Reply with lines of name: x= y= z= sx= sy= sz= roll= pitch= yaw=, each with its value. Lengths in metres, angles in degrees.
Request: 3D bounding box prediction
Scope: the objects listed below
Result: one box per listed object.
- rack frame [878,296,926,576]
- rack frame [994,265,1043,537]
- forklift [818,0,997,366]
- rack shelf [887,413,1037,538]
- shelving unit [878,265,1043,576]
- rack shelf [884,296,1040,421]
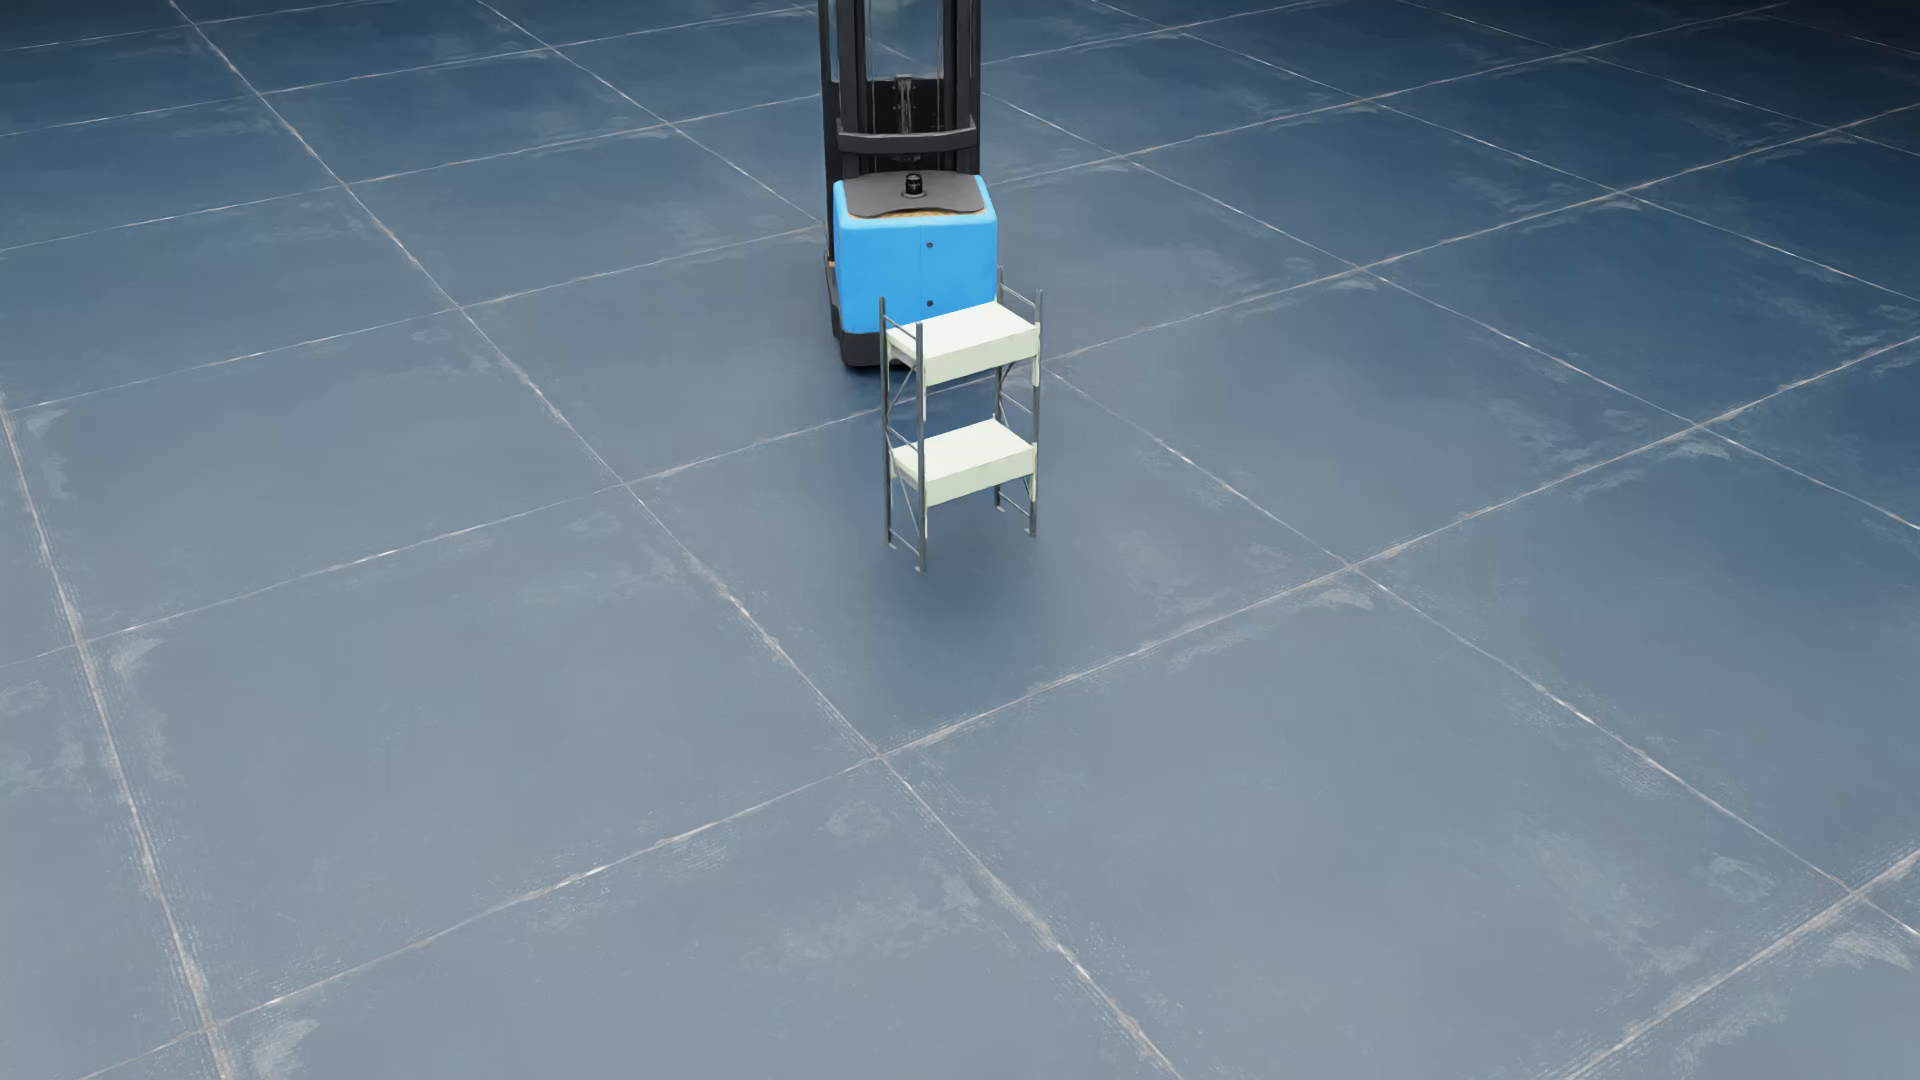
rack frame: x=-0.302 y=-0.530 z=8.807 sx=0.023 sy=1.500 sz=0.400 roll=-19 pitch=37 yaw=-27
rack frame: x=0.313 y=-0.742 z=9.142 sx=0.023 sy=1.500 sz=0.400 roll=-19 pitch=37 yaw=-27
forklift: x=-0.434 y=-3.163 z=11.638 sx=1.130 sy=2.935 sz=3.031 roll=-4 pitch=32 yaw=-6
rack shelf: x=0.006 y=-0.361 z=9.148 sx=0.720 sy=0.370 sz=0.431 roll=-19 pitch=37 yaw=-27
shelving unit: x=0.006 y=-0.636 z=8.974 sx=0.755 sy=1.500 sz=0.431 roll=-19 pitch=37 yaw=-27
rack shelf: x=0.006 y=-0.966 z=8.766 sx=0.720 sy=0.370 sz=0.431 roll=-19 pitch=37 yaw=-27
